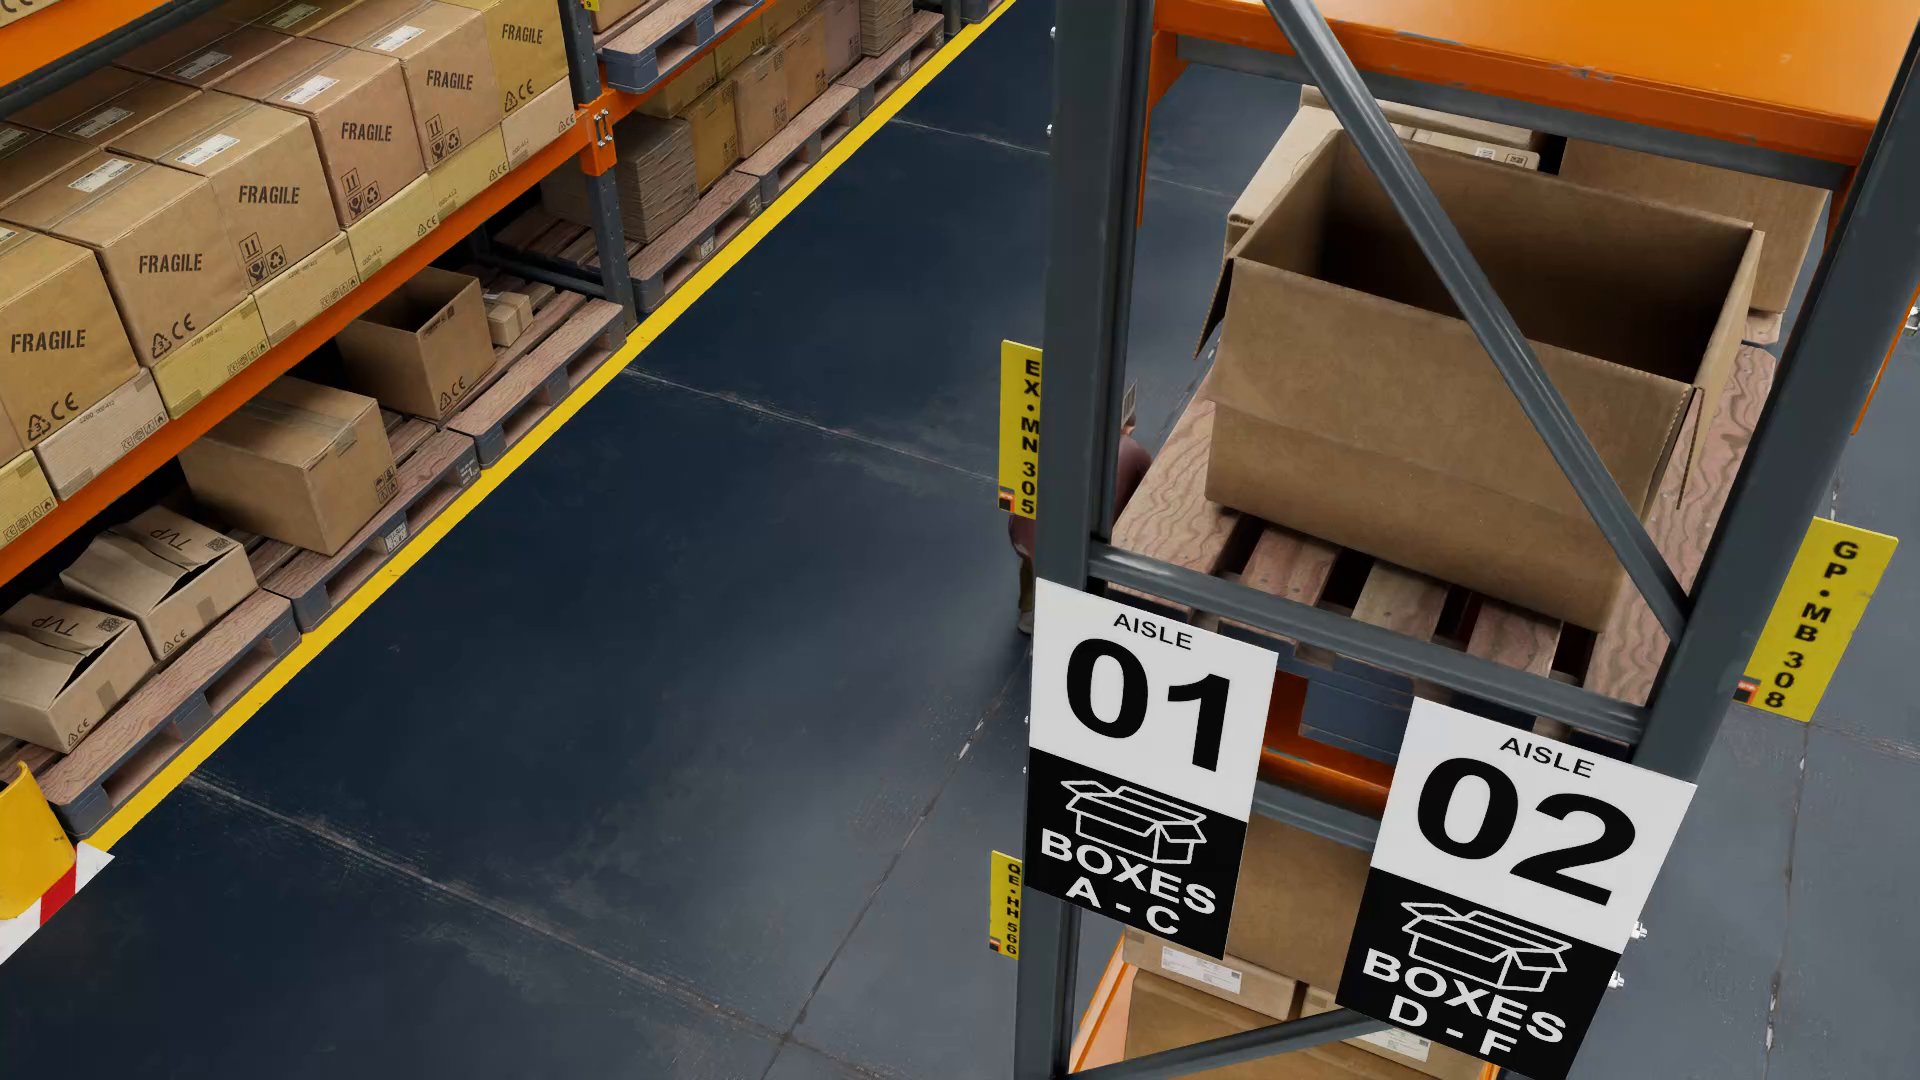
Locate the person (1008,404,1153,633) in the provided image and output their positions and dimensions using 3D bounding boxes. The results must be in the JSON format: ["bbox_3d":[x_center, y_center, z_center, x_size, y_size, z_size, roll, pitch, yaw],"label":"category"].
[{"bbox_3d":[0.525,-0.068,6.979,0.581,0.848,0.952,16,44,18],"label":"person"}]
